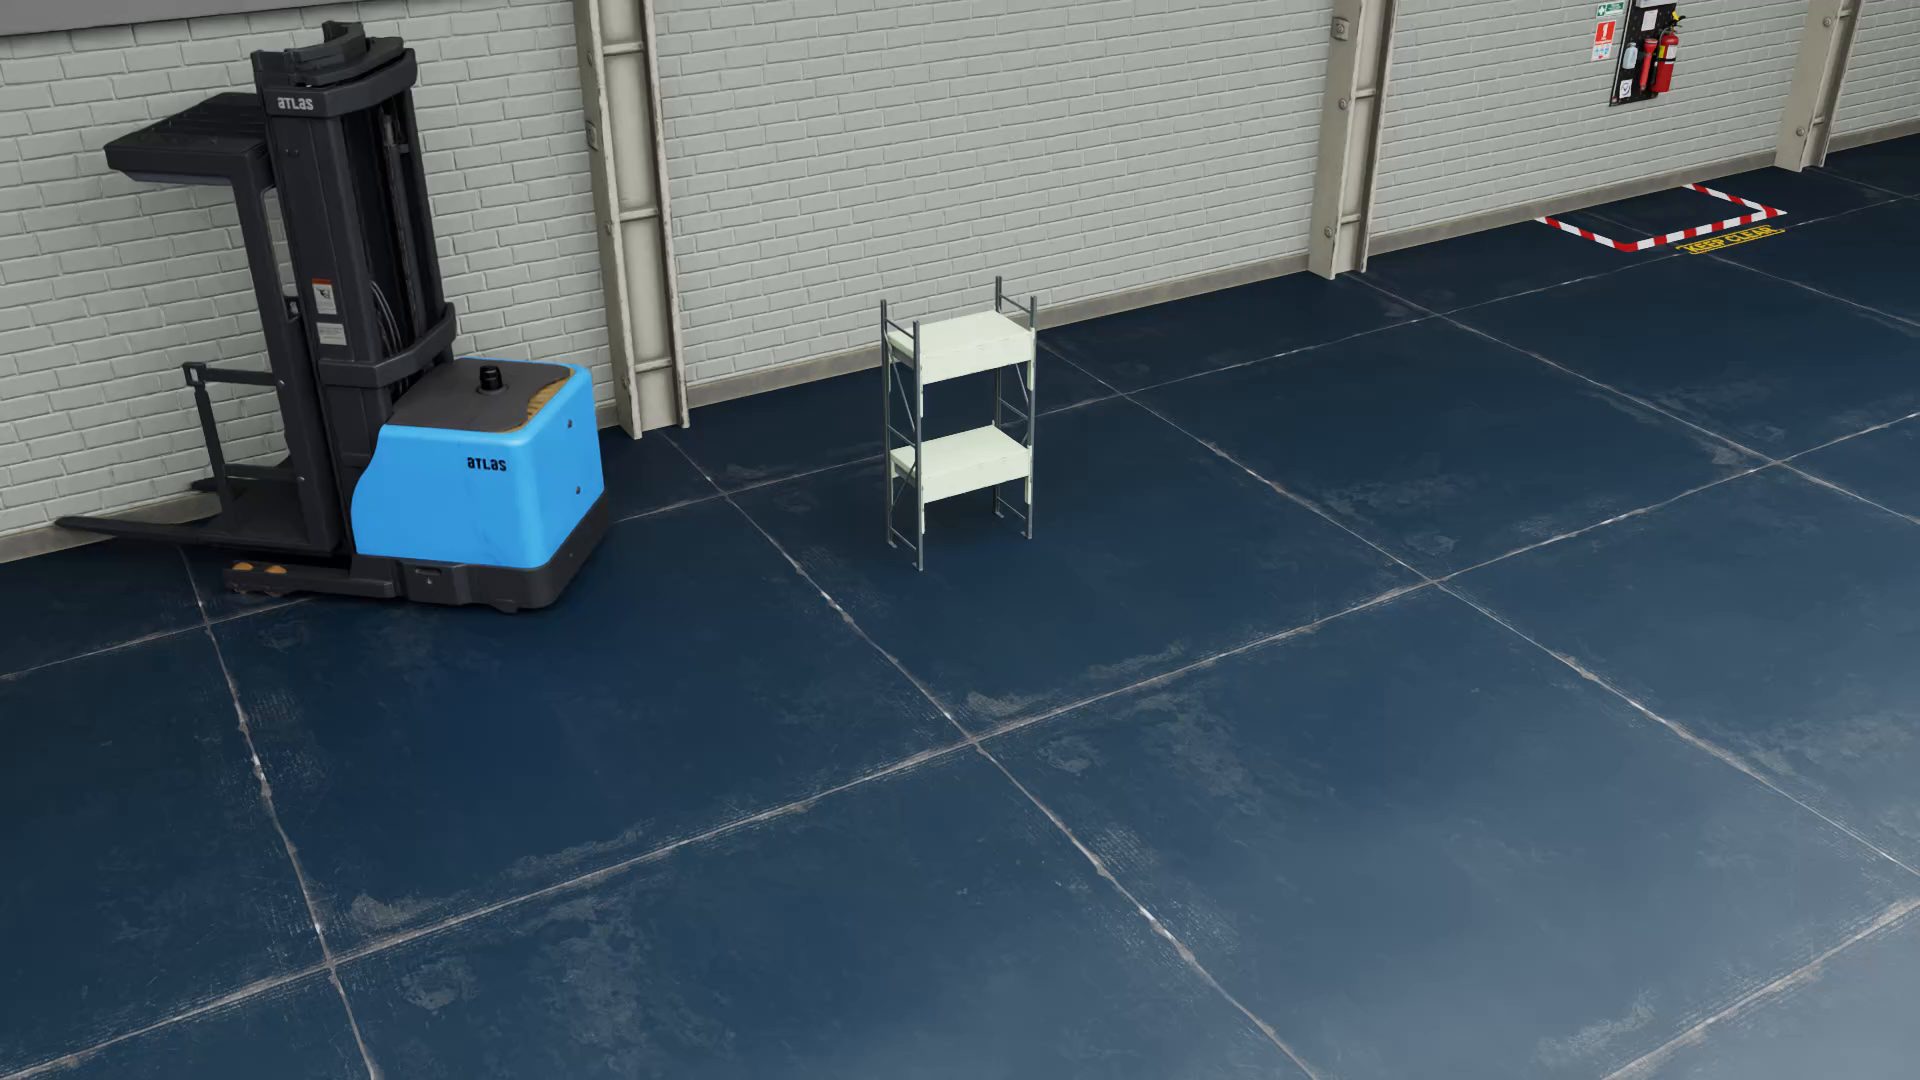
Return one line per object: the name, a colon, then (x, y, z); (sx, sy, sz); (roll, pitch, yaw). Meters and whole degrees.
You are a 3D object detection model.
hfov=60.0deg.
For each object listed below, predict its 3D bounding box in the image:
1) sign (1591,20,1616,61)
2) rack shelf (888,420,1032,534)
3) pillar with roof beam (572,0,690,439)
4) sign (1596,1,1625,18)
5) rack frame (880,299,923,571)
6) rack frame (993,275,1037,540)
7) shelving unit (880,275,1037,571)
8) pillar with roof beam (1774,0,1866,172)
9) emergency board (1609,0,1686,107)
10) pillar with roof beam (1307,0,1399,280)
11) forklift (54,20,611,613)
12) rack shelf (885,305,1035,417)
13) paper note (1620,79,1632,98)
sign: (5.614, -4.359, 14.507); (0.234, 0.329, 0.001); (-16, 33, -26)
rack shelf: (-0.006, -0.370, 9.542); (0.720, 0.370, 0.431); (-16, 33, -26)
pillar with roof beam: (0.128, -2.920, 5.728); (0.400, 9.000, 9.100); (-16, 33, -26)
sign: (5.623, -4.588, 14.374); (0.331, 0.109, 0.001); (-16, 33, -26)
rack frame: (-0.321, -0.565, 9.222); (0.023, 1.500, 0.400); (-16, 33, -26)
rack frame: (0.310, -0.745, 9.547); (0.023, 1.500, 0.400); (-16, 33, -26)
shelving unit: (-0.006, -0.655, 9.385); (0.755, 1.500, 0.431); (-16, 33, -26)
pillar with roof beam: (10.474, -5.858, 11.051); (0.400, 9.000, 9.100); (-16, 33, -26)
emergency board: (6.143, -4.436, 14.683); (0.643, 1.169, 0.194); (-16, 33, -26)
pillar with roof beam: (5.301, -4.389, 8.390); (0.400, 9.000, 9.100); (-16, 33, -26)
forklift: (-3.611, -1.219, 8.925); (3.031, 2.935, 1.130); (5, 29, 9)
rack shelf: (-0.006, -0.997, 9.196); (0.720, 0.370, 0.431); (-16, 33, -26)
paper note: (5.956, -4.035, 14.869); (0.142, 0.148, 0.016); (-16, 33, -26)
